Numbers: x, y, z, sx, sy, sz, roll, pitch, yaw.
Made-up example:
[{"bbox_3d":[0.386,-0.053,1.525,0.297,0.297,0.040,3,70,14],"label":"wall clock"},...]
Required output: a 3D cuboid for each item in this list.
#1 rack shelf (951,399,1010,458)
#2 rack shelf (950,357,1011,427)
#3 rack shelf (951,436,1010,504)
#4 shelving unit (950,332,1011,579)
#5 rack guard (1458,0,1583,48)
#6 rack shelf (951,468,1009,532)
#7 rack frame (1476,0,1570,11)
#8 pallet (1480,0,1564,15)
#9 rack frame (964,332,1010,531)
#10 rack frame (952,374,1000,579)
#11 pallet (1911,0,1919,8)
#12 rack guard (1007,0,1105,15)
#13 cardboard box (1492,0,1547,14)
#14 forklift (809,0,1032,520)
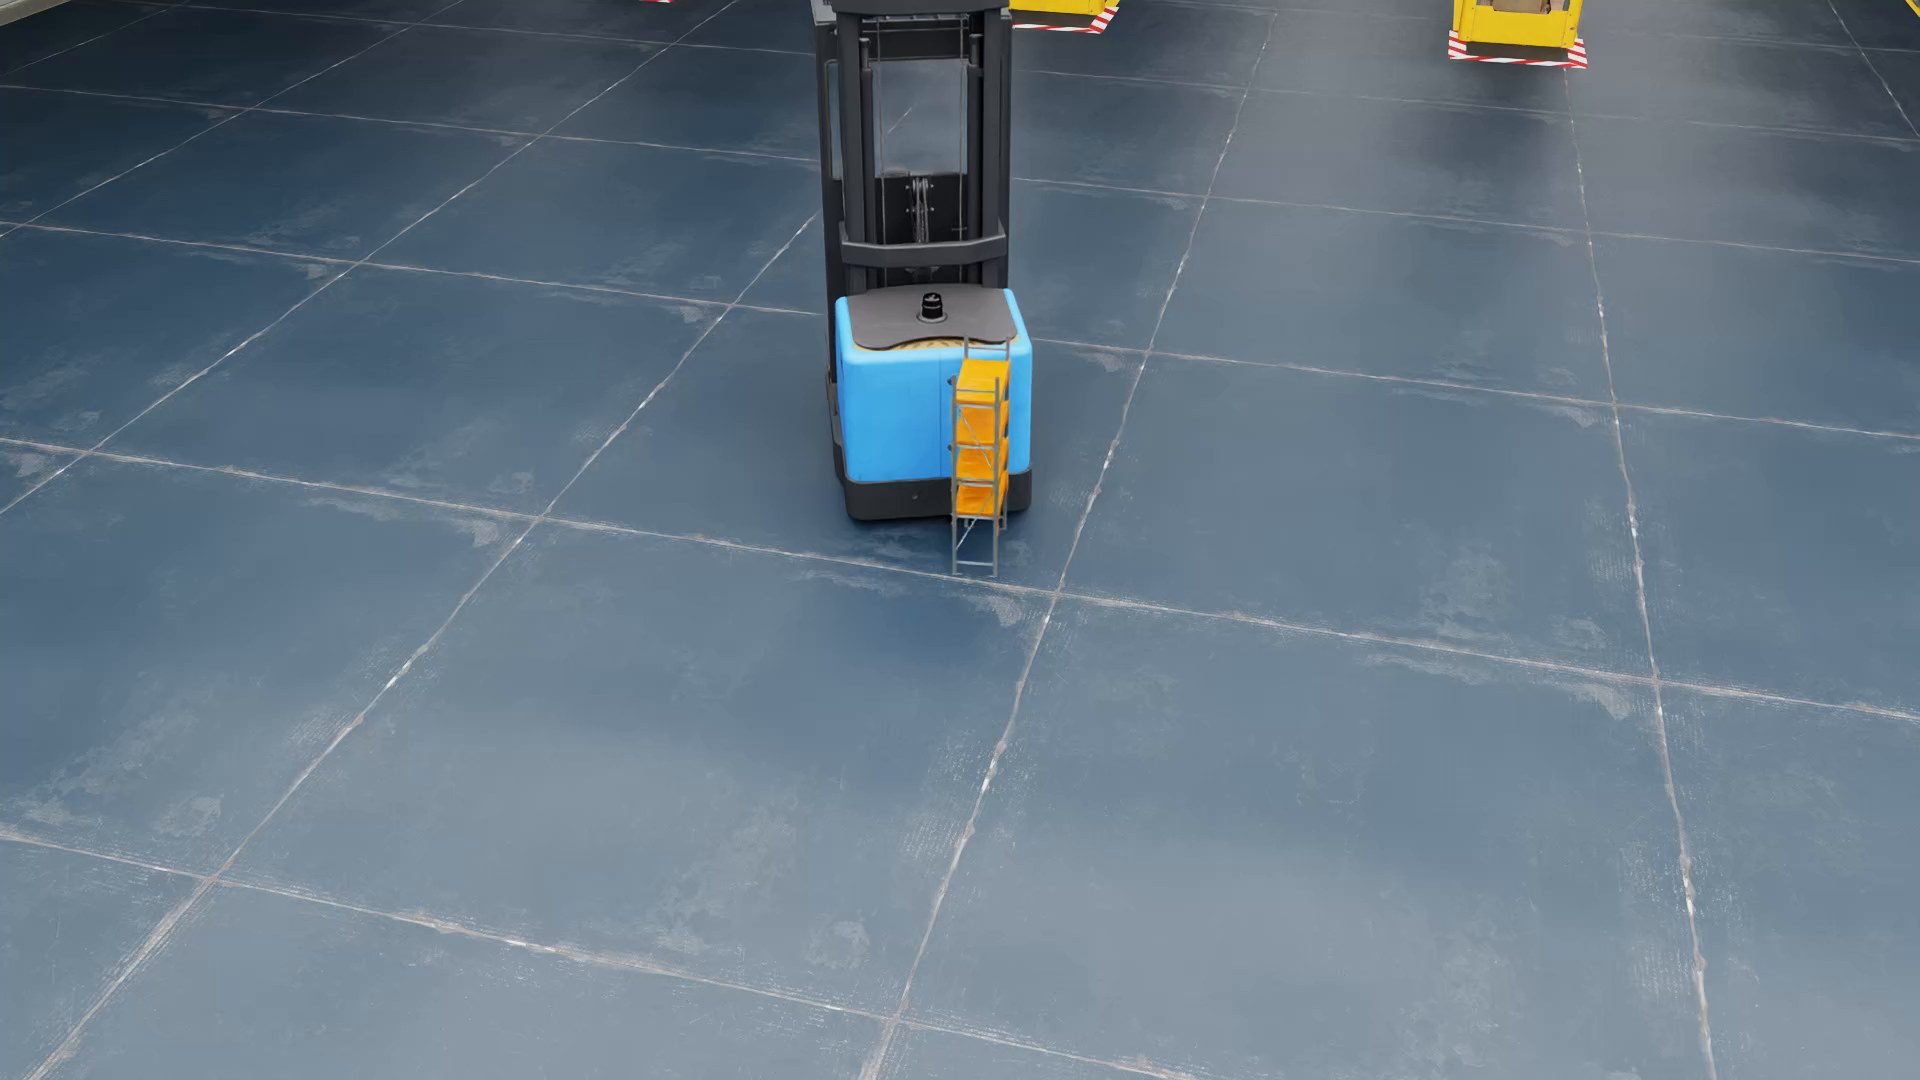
[{"bbox_3d":[0.111,-0.573,8.742,0.258,0.148,0.480,4,33,6],"label":"rack shelf"},{"bbox_3d":[0.111,-0.773,8.615,0.258,0.148,0.480,4,33,6],"label":"rack shelf"},{"bbox_3d":[0.111,-0.385,8.862,0.258,0.148,0.480,4,33,6],"label":"rack shelf"},{"bbox_3d":[0.111,-0.441,8.826,0.258,1.200,0.503,4,33,6],"label":"shelving unit"},{"bbox_3d":[5.859,-5.488,17.417,1.175,0.500,0.348,8,33,12],"label":"rack guard"},{"bbox_3d":[0.111,-0.217,8.968,0.258,0.148,0.480,4,33,6],"label":"rack shelf"},{"bbox_3d":[5.840,-6.504,16.685,1.000,3.000,0.127,8,33,12],"label":"rack frame"},{"bbox_3d":[6.099,-5.783,18.150,1.003,0.211,1.213,8,33,12],"label":"pallet"},{"bbox_3d":[0.143,-0.571,9.030,0.240,1.200,0.015,4,33,6],"label":"rack frame"},{"bbox_3d":[0.079,-0.312,8.622,0.240,1.200,0.015,4,33,6],"label":"rack frame"},{"bbox_3d":[11.358,-6.291,18.949,1.003,0.211,1.213,8,33,12],"label":"pallet"},{"bbox_3d":[1.022,-6.169,18.488,1.175,0.500,0.348,8,33,12],"label":"rack guard"},{"bbox_3d":[6.014,-5.948,17.749,0.500,0.500,0.500,14,35,21],"label":"cardboard box"},{"bbox_3d":[-0.285,-2.121,9.855,1.130,2.935,3.031,-4,33,-6],"label":"forklift"}]
